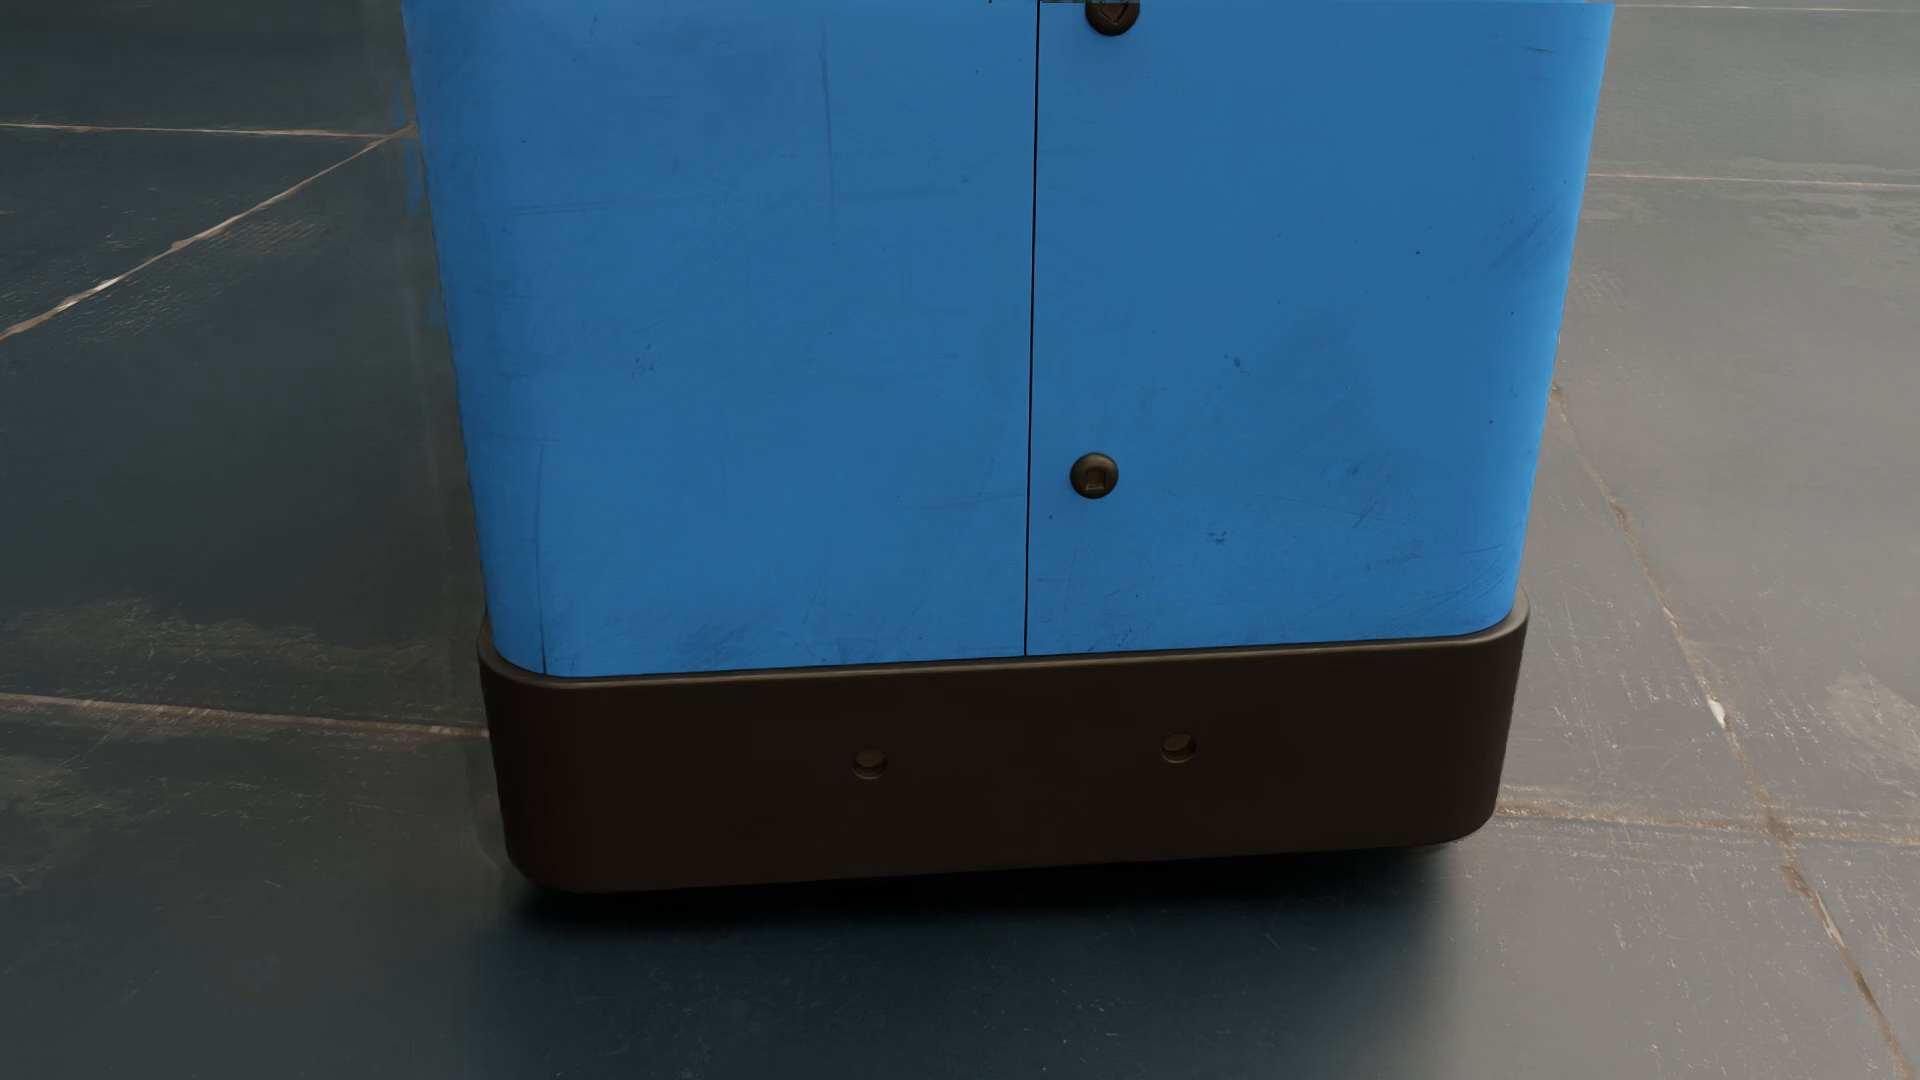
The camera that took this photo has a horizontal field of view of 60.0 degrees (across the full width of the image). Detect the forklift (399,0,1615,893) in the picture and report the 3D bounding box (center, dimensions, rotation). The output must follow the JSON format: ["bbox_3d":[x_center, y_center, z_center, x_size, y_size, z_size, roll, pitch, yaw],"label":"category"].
[{"bbox_3d":[-0.077,-1.589,2.401,1.130,2.935,3.031,-2,27,-5],"label":"forklift"}]
